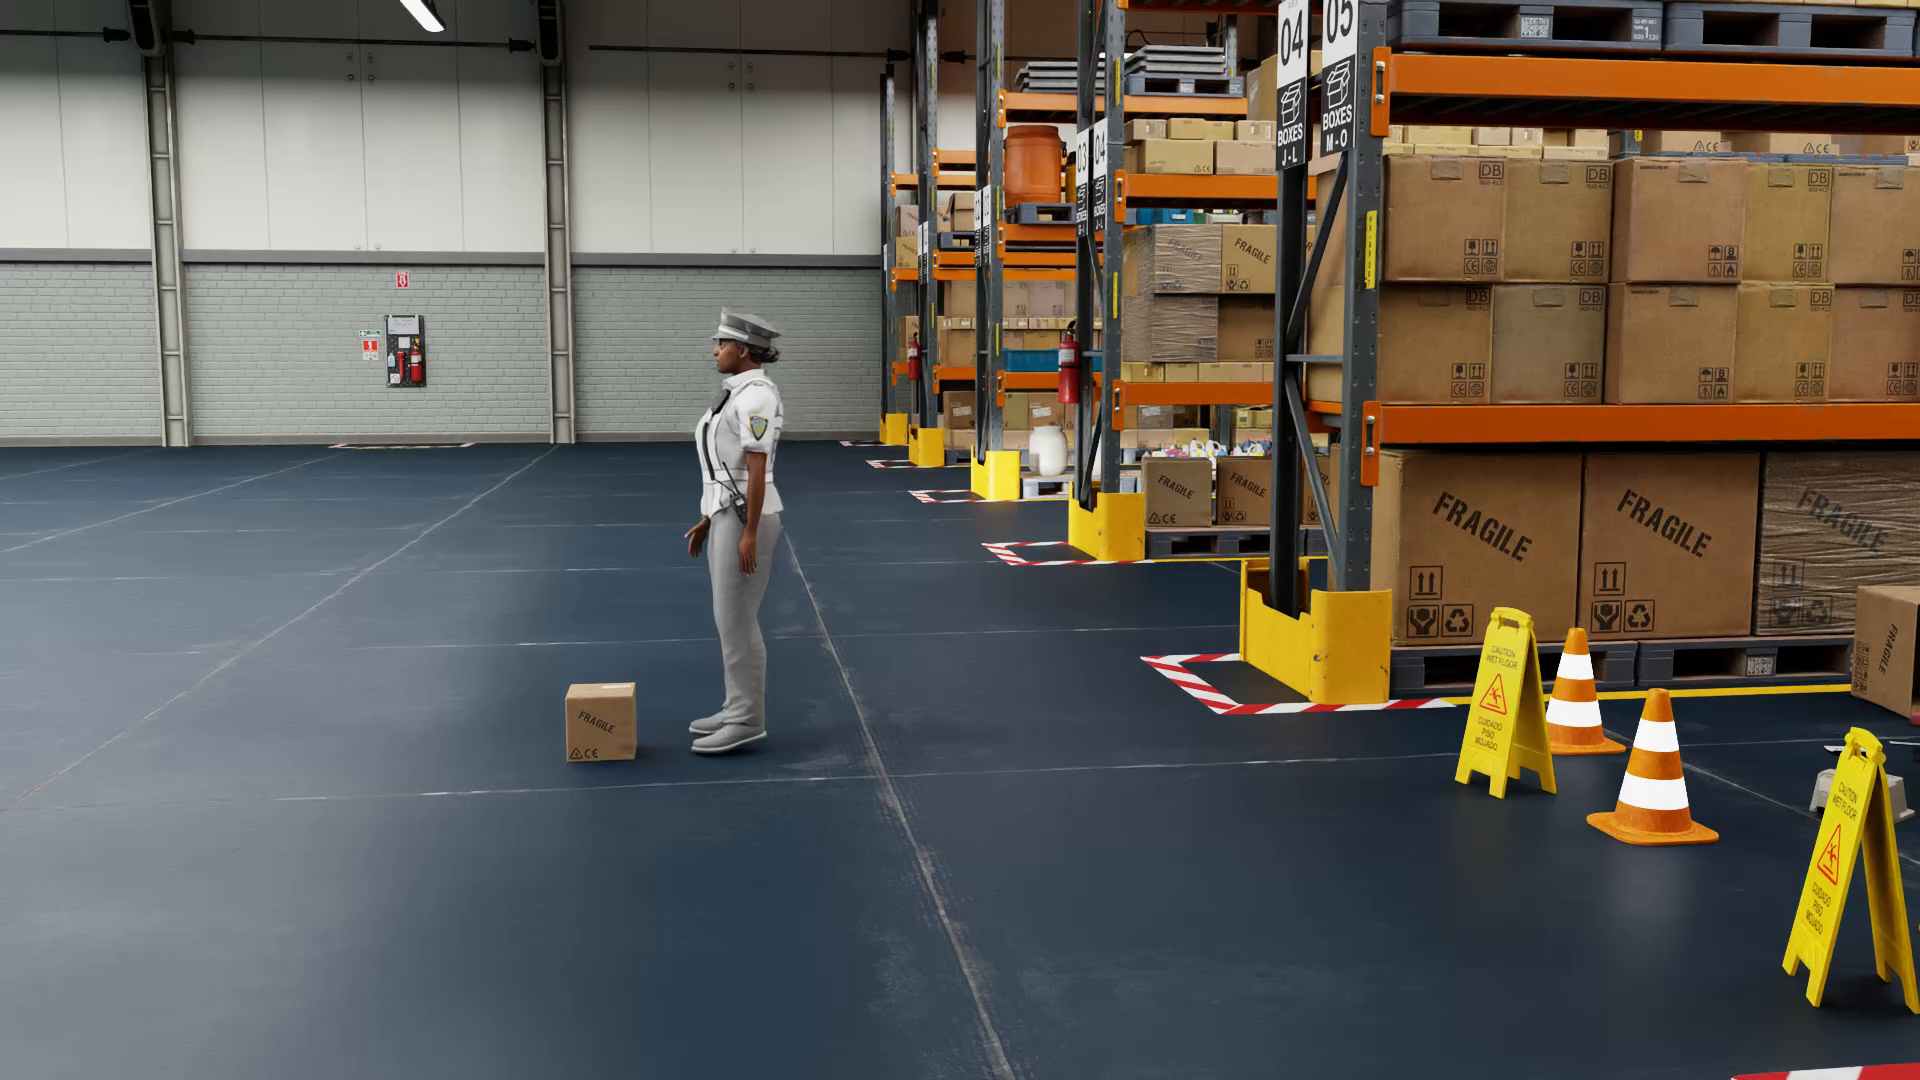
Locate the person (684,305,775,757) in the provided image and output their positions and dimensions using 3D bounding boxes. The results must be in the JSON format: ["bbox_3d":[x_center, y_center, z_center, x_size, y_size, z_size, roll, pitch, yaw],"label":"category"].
[{"bbox_3d":[-0.882,-0.046,6.399,0.356,1.698,0.444,-1,7,-8],"label":"person"}]
